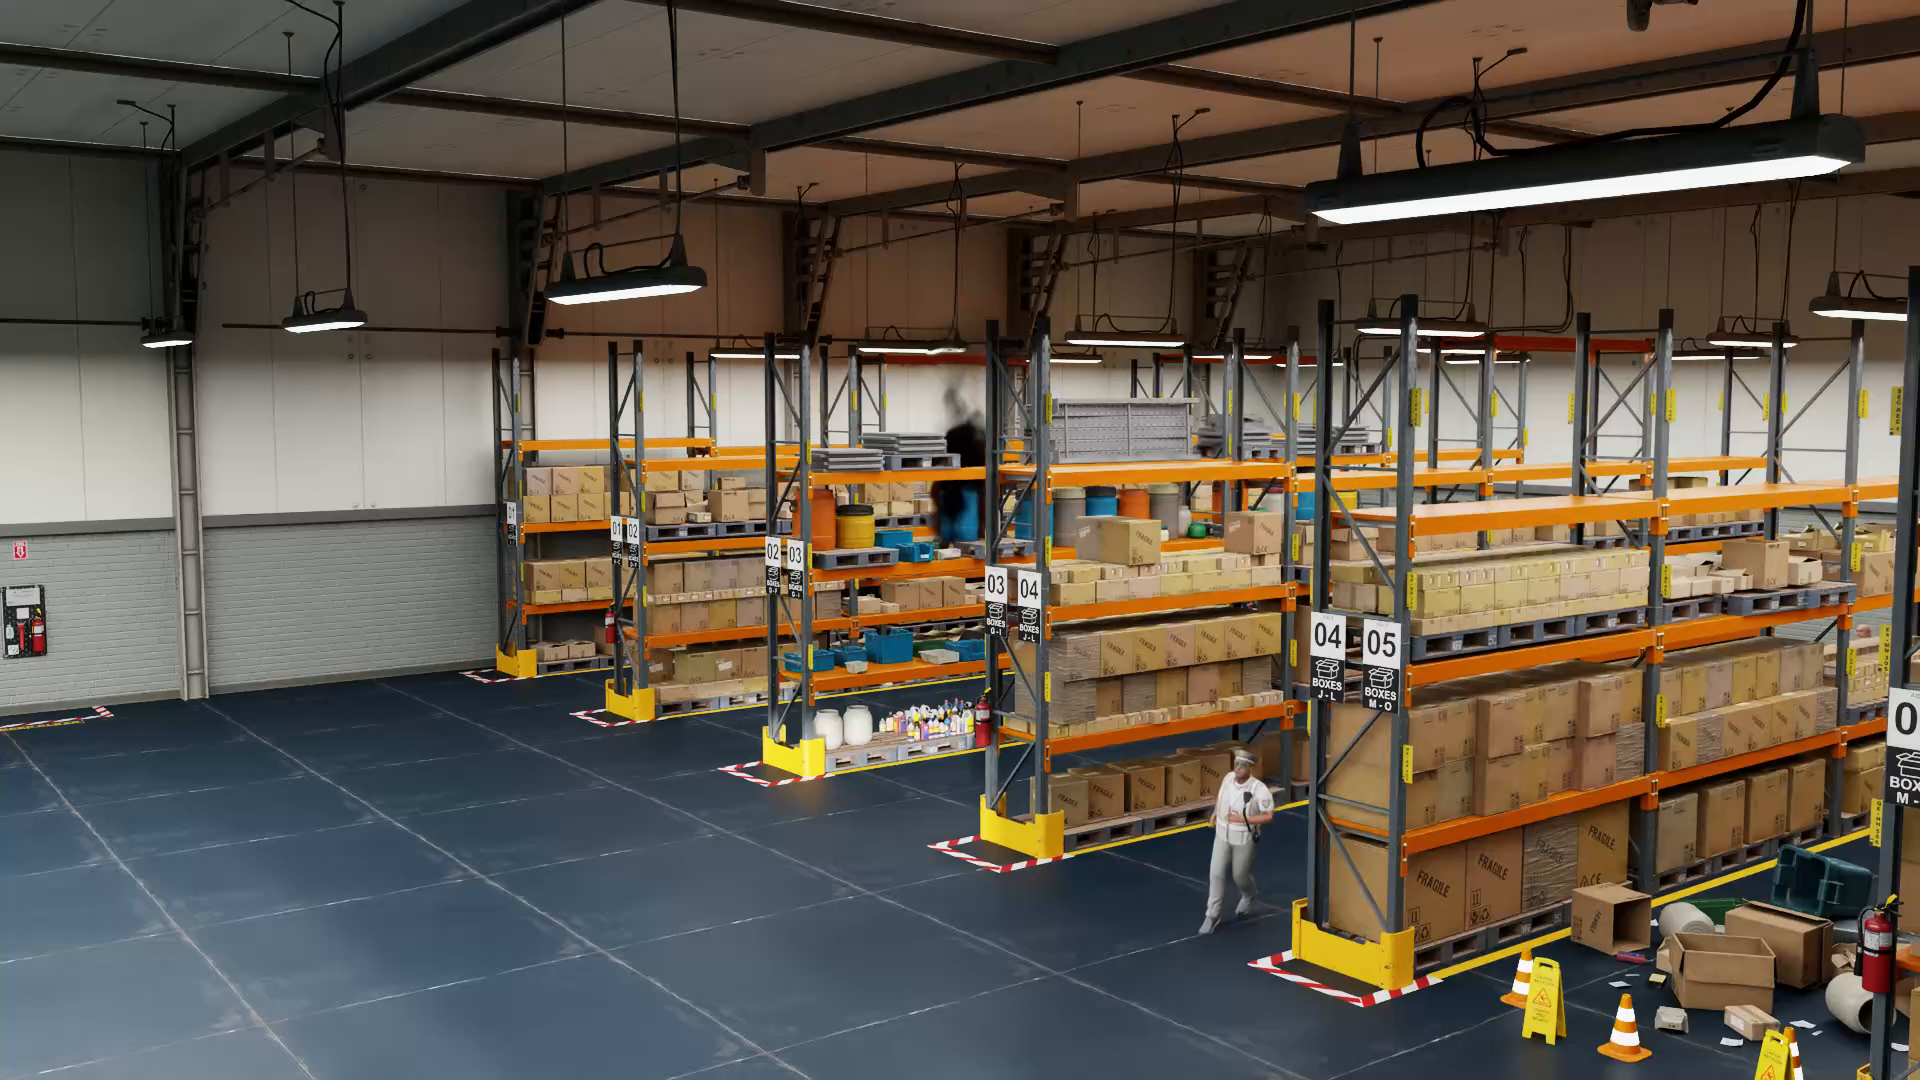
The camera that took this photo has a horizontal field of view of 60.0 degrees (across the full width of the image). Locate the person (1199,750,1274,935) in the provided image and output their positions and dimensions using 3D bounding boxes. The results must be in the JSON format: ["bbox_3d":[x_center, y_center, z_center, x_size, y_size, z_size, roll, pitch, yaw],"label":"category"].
[{"bbox_3d":[2.731,2.898,16.084,0.684,1.802,0.880,4,6,38],"label":"person"}]

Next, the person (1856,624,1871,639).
[{"bbox_3d":[13.305,2.141,24.404,0.984,1.836,0.728,-3,6,-30],"label":"person"}]
